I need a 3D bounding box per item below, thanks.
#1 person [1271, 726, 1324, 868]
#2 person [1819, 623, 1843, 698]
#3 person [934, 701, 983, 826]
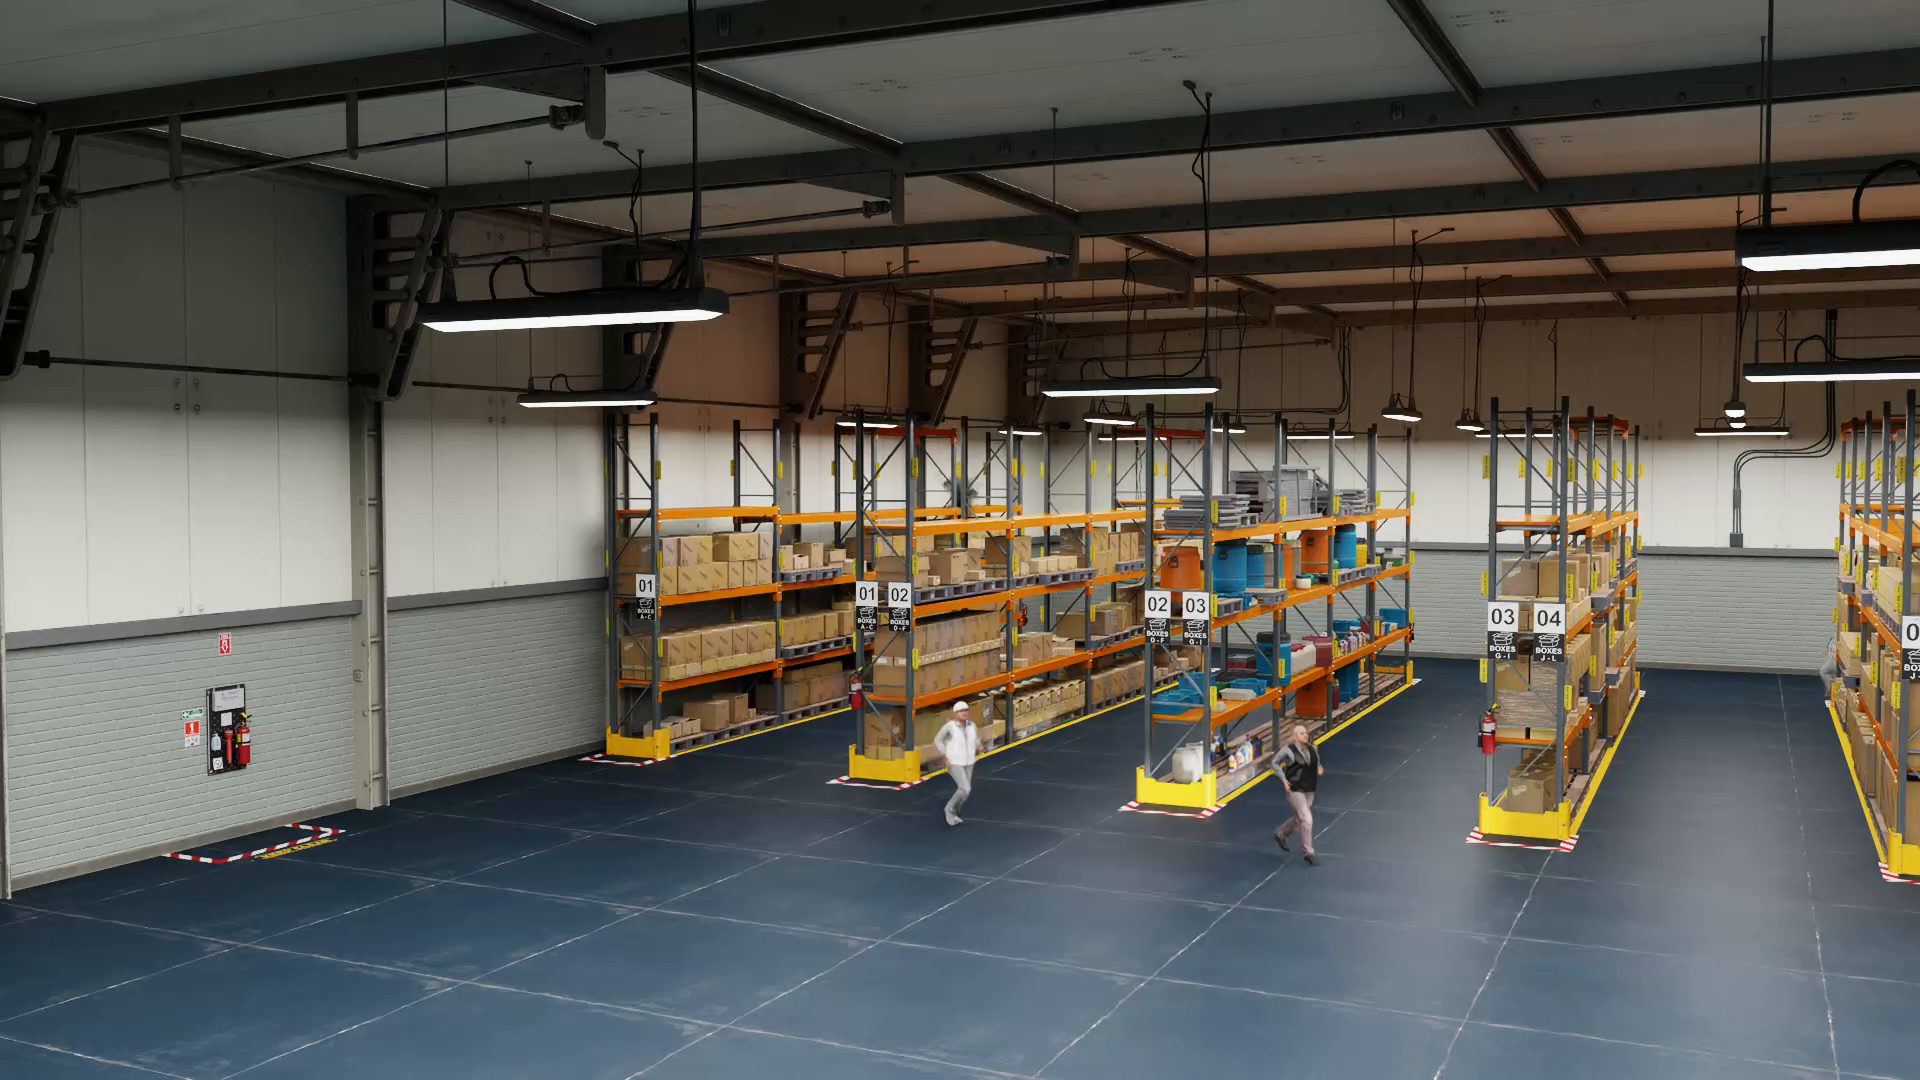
[{"bbox_3d":[4.358,3.241,21.315,0.644,1.743,0.896,-2,3,-33],"label":"person"},{"bbox_3d":[19.175,2.623,36.375,0.651,1.797,0.728,2,3,36],"label":"person"},{"bbox_3d":[0.045,3.140,23.356,0.636,1.752,0.660,-2,3,-36],"label":"person"}]
